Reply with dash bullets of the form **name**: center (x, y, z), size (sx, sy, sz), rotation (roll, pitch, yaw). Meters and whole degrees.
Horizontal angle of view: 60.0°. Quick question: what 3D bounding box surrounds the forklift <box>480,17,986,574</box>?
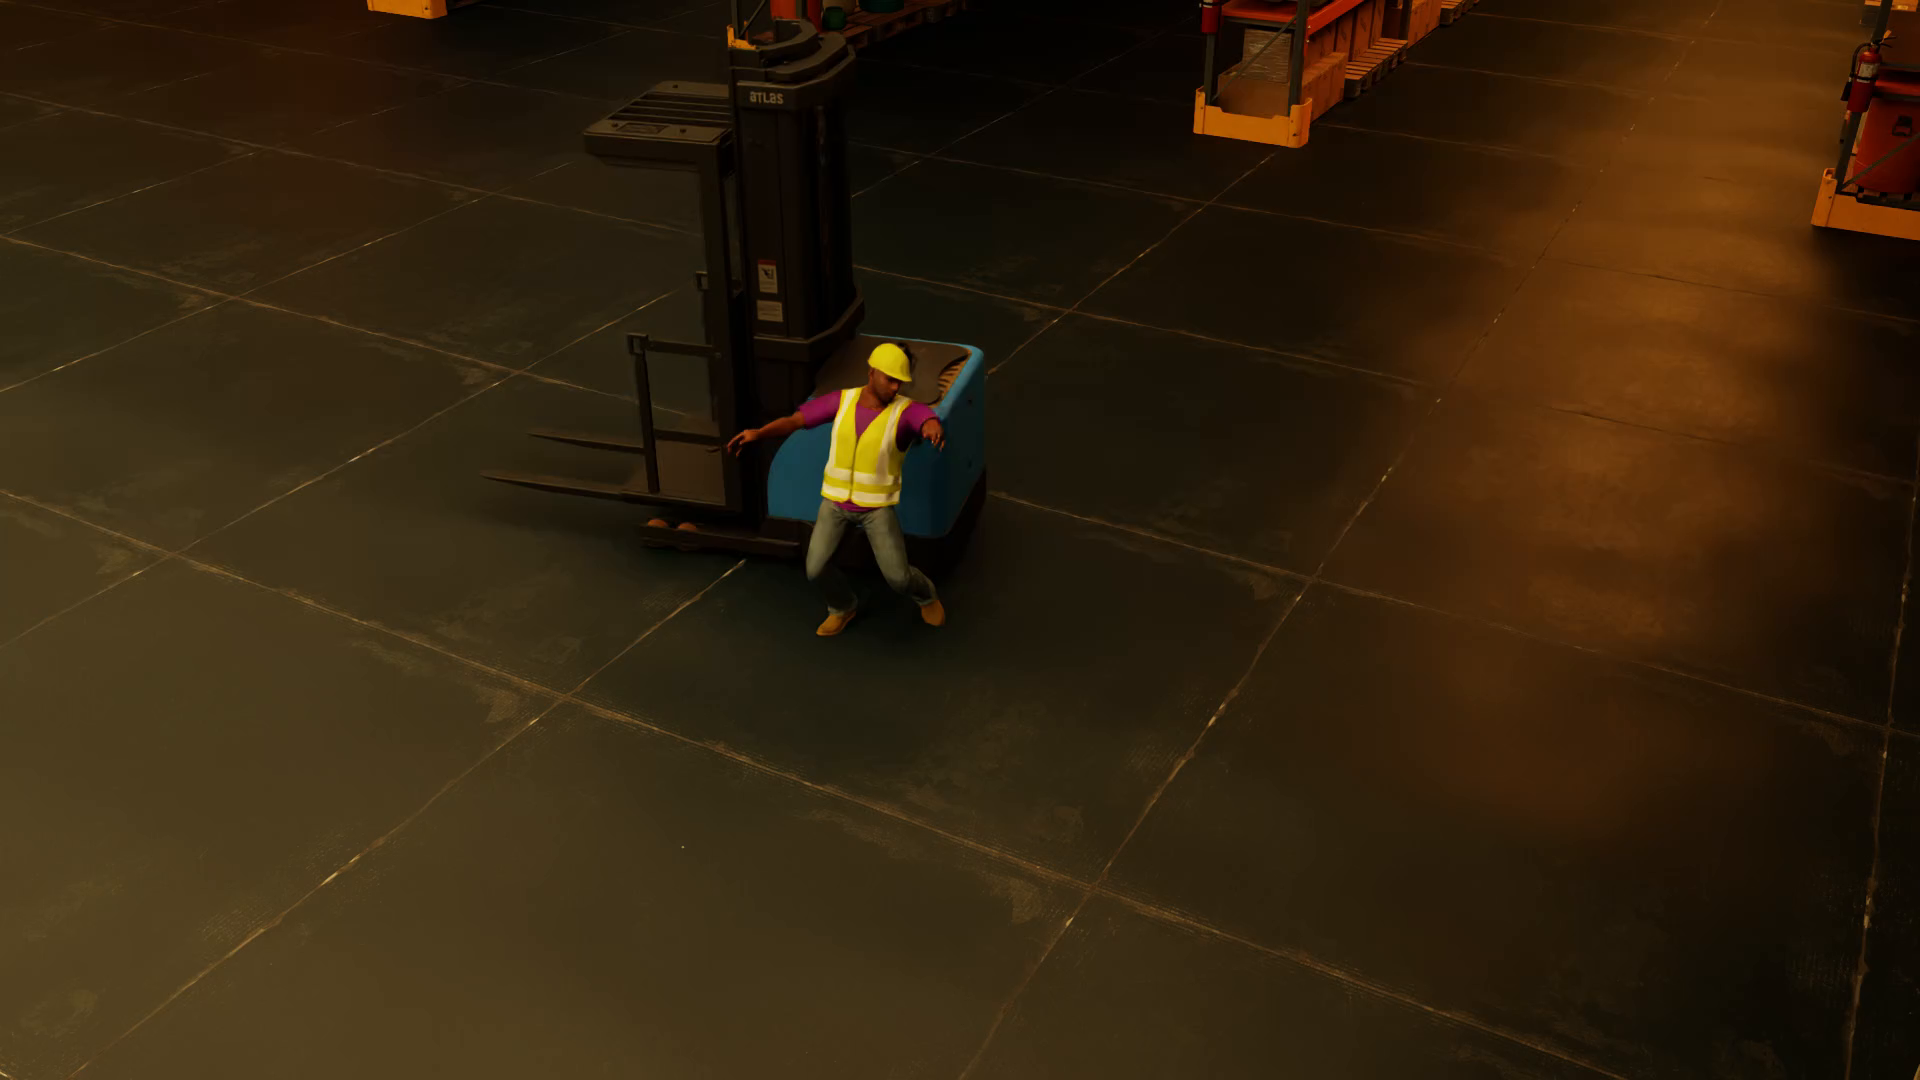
- **forklift**: center (-1.414, -1.446, 9.576), size (3.031, 2.935, 1.130), rotation (8, 31, 13)

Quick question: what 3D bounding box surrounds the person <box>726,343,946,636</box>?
- **person**: center (-0.535, -0.189, 8.810), size (1.162, 1.635, 0.723), rotation (10, 31, 16)
